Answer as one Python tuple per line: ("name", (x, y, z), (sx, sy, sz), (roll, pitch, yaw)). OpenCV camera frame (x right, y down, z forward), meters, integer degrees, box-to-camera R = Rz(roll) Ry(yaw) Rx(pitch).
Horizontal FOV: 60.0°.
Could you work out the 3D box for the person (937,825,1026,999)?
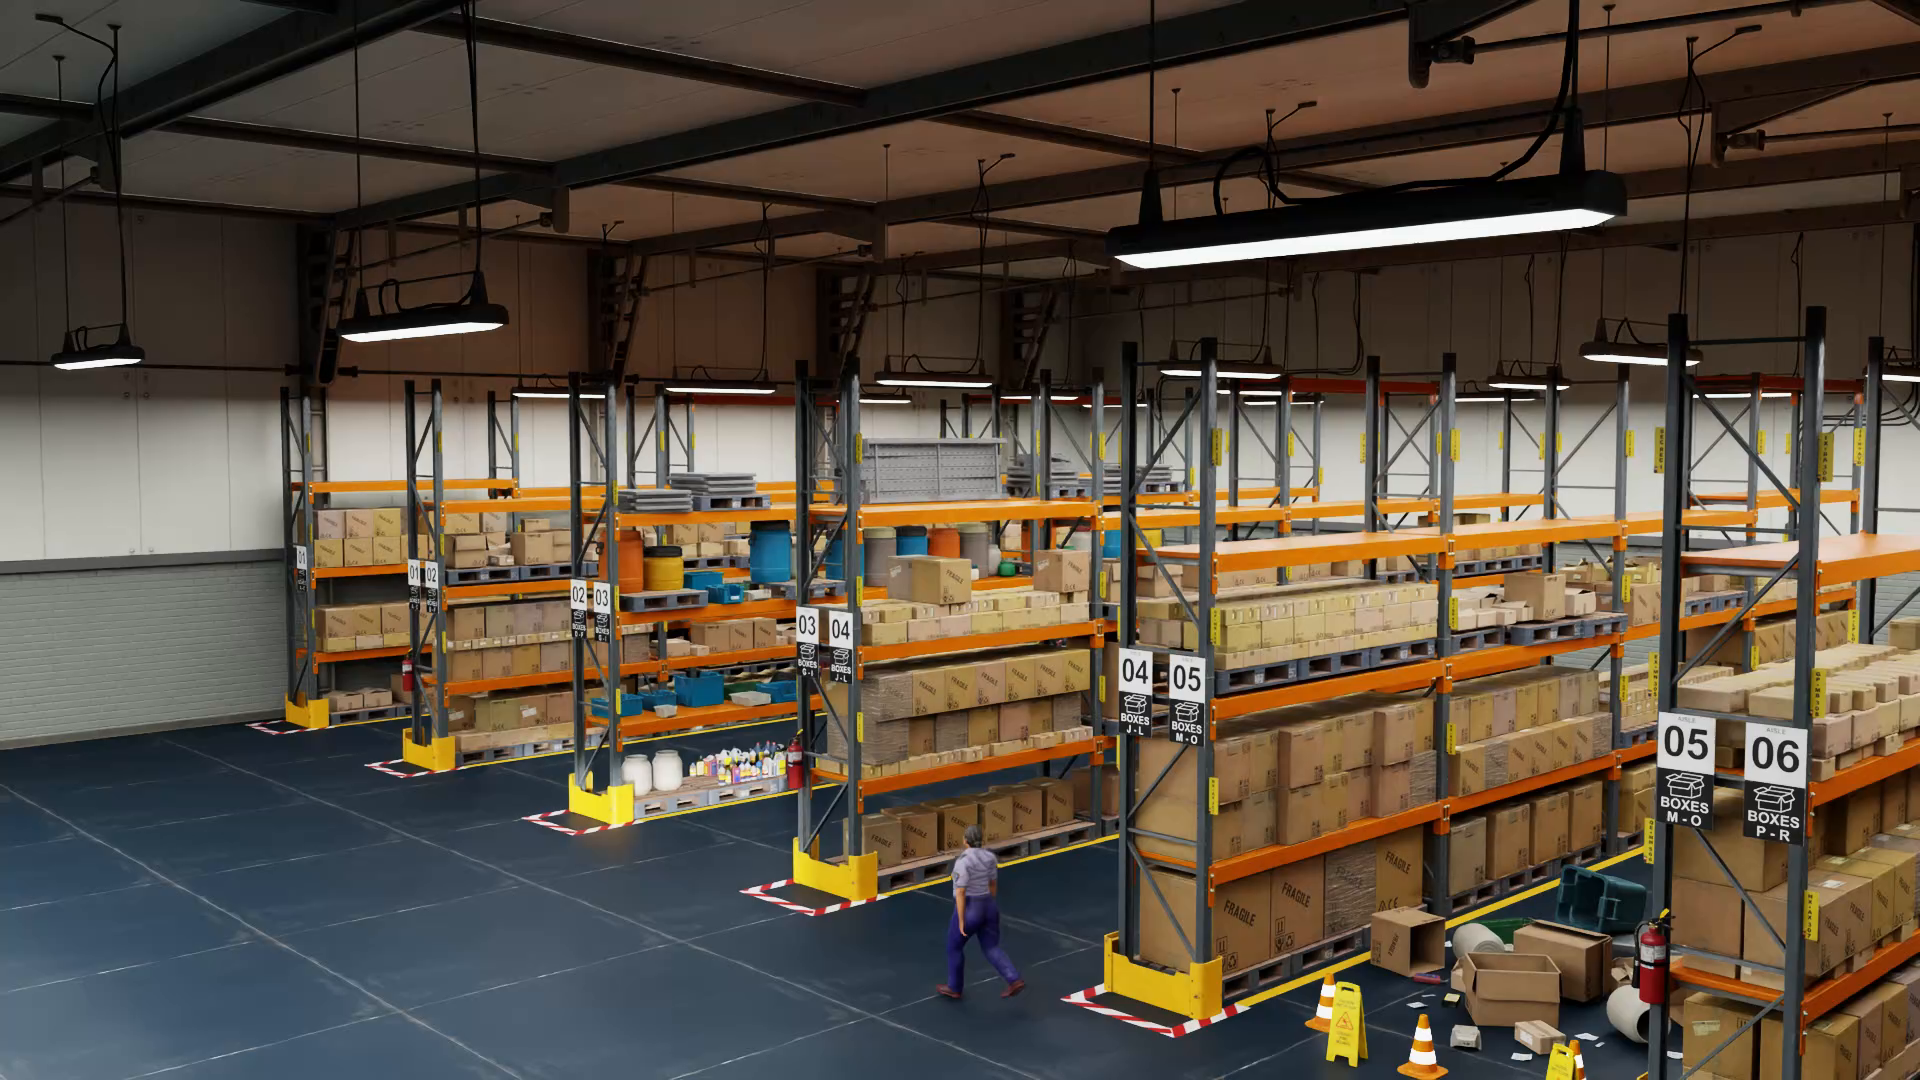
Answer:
("person", (0.163, 3.385, 15.059), (0.478, 1.607, 0.921), (-4, 5, -45))
